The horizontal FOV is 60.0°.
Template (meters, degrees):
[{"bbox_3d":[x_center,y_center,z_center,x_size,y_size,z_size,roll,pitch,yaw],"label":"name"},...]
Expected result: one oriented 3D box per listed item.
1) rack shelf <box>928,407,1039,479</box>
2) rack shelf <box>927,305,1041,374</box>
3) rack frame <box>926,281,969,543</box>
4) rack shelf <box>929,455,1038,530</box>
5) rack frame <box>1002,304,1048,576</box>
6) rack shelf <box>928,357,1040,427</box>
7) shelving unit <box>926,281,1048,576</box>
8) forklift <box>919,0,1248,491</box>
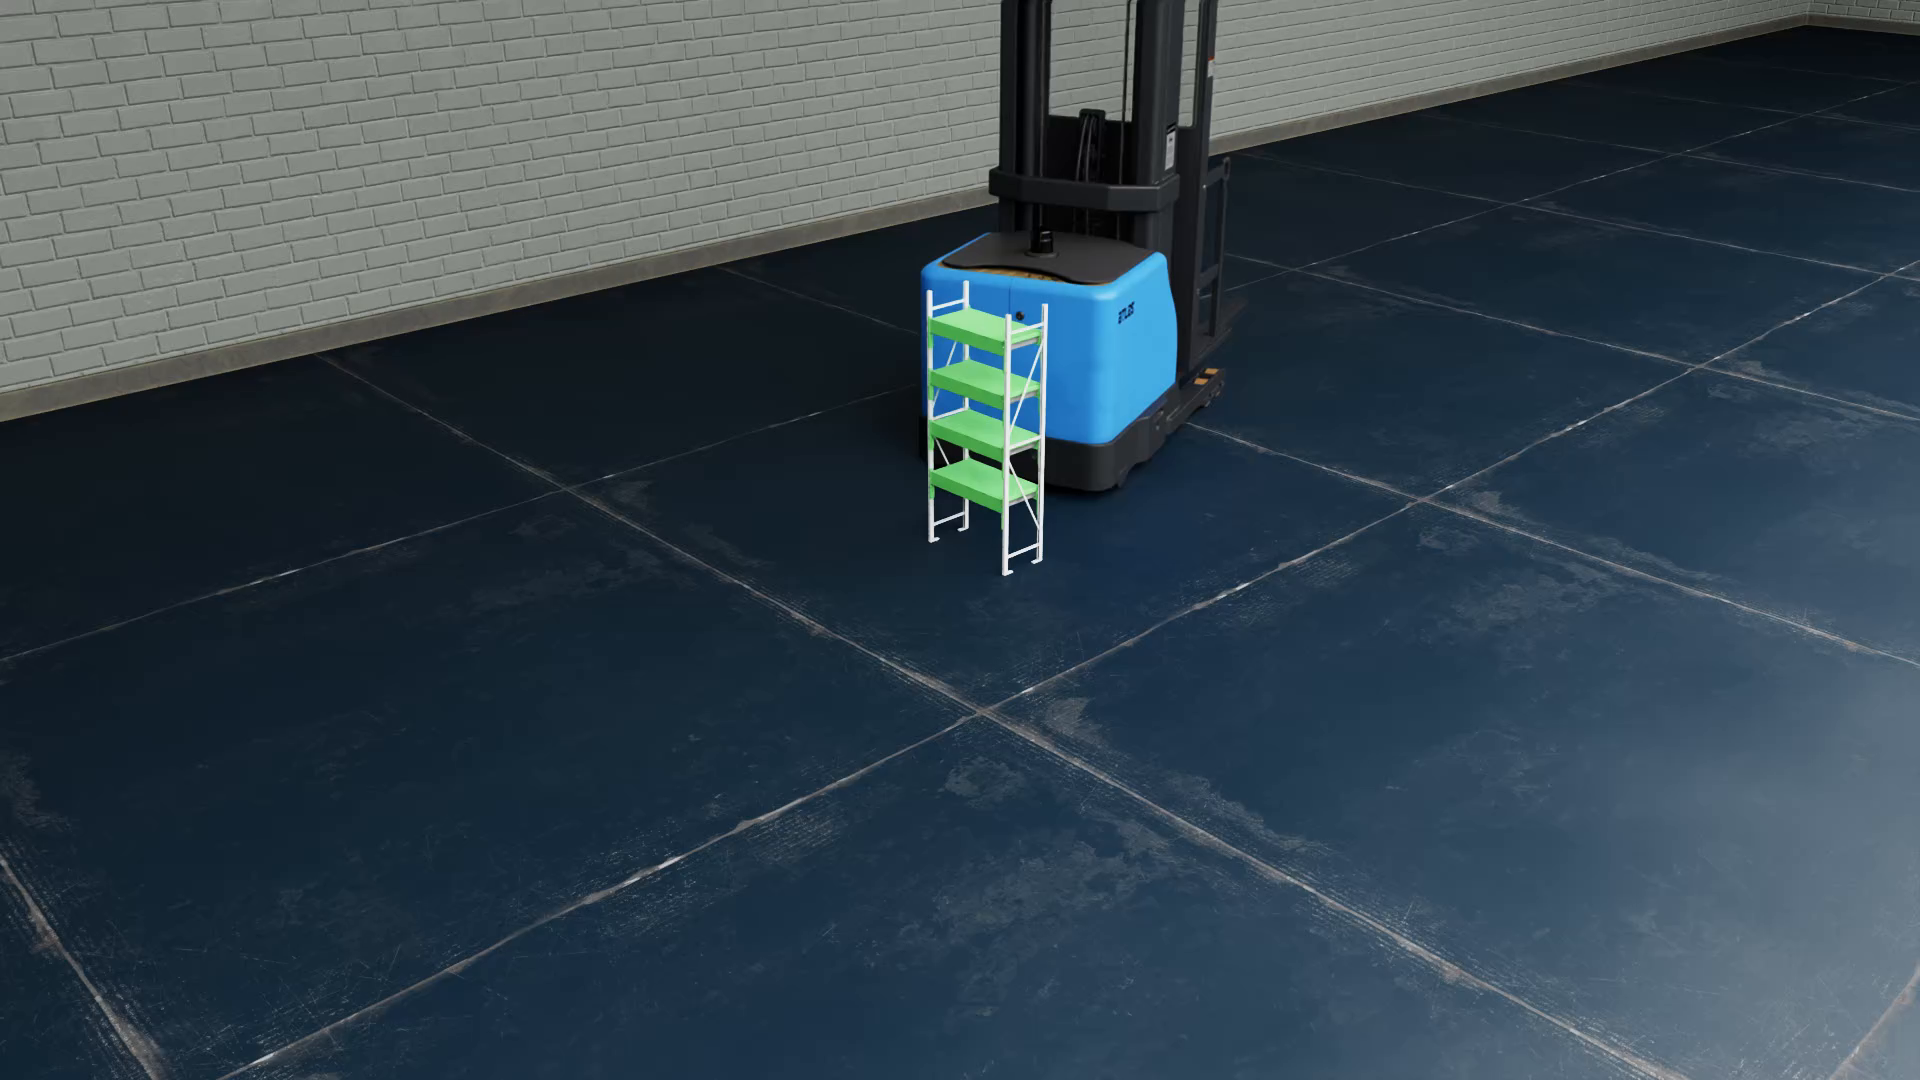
[{"bbox_3d":[0.113,-0.438,7.418,0.258,0.148,0.480,-21,32,-38],"label":"rack shelf"},{"bbox_3d":[0.113,-0.874,7.218,0.258,0.148,0.480,-21,32,-38],"label":"rack shelf"},{"bbox_3d":[-0.054,-0.570,7.553,0.240,1.200,0.015,-21,32,-38],"label":"rack frame"},{"bbox_3d":[0.113,-0.219,7.517,0.258,0.148,0.480,-21,32,-38],"label":"rack shelf"},{"bbox_3d":[0.280,-0.422,7.229,0.240,1.200,0.015,-21,32,-38],"label":"rack frame"},{"bbox_3d":[0.113,-0.656,7.318,0.258,0.148,0.480,-21,32,-38],"label":"rack shelf"},{"bbox_3d":[0.113,-0.496,7.391,0.258,1.200,0.503,-21,32,-38],"label":"shelving unit"},{"bbox_3d":[0.876,-2.151,8.934,1.130,2.935,3.031,11,27,23],"label":"forklift"}]
